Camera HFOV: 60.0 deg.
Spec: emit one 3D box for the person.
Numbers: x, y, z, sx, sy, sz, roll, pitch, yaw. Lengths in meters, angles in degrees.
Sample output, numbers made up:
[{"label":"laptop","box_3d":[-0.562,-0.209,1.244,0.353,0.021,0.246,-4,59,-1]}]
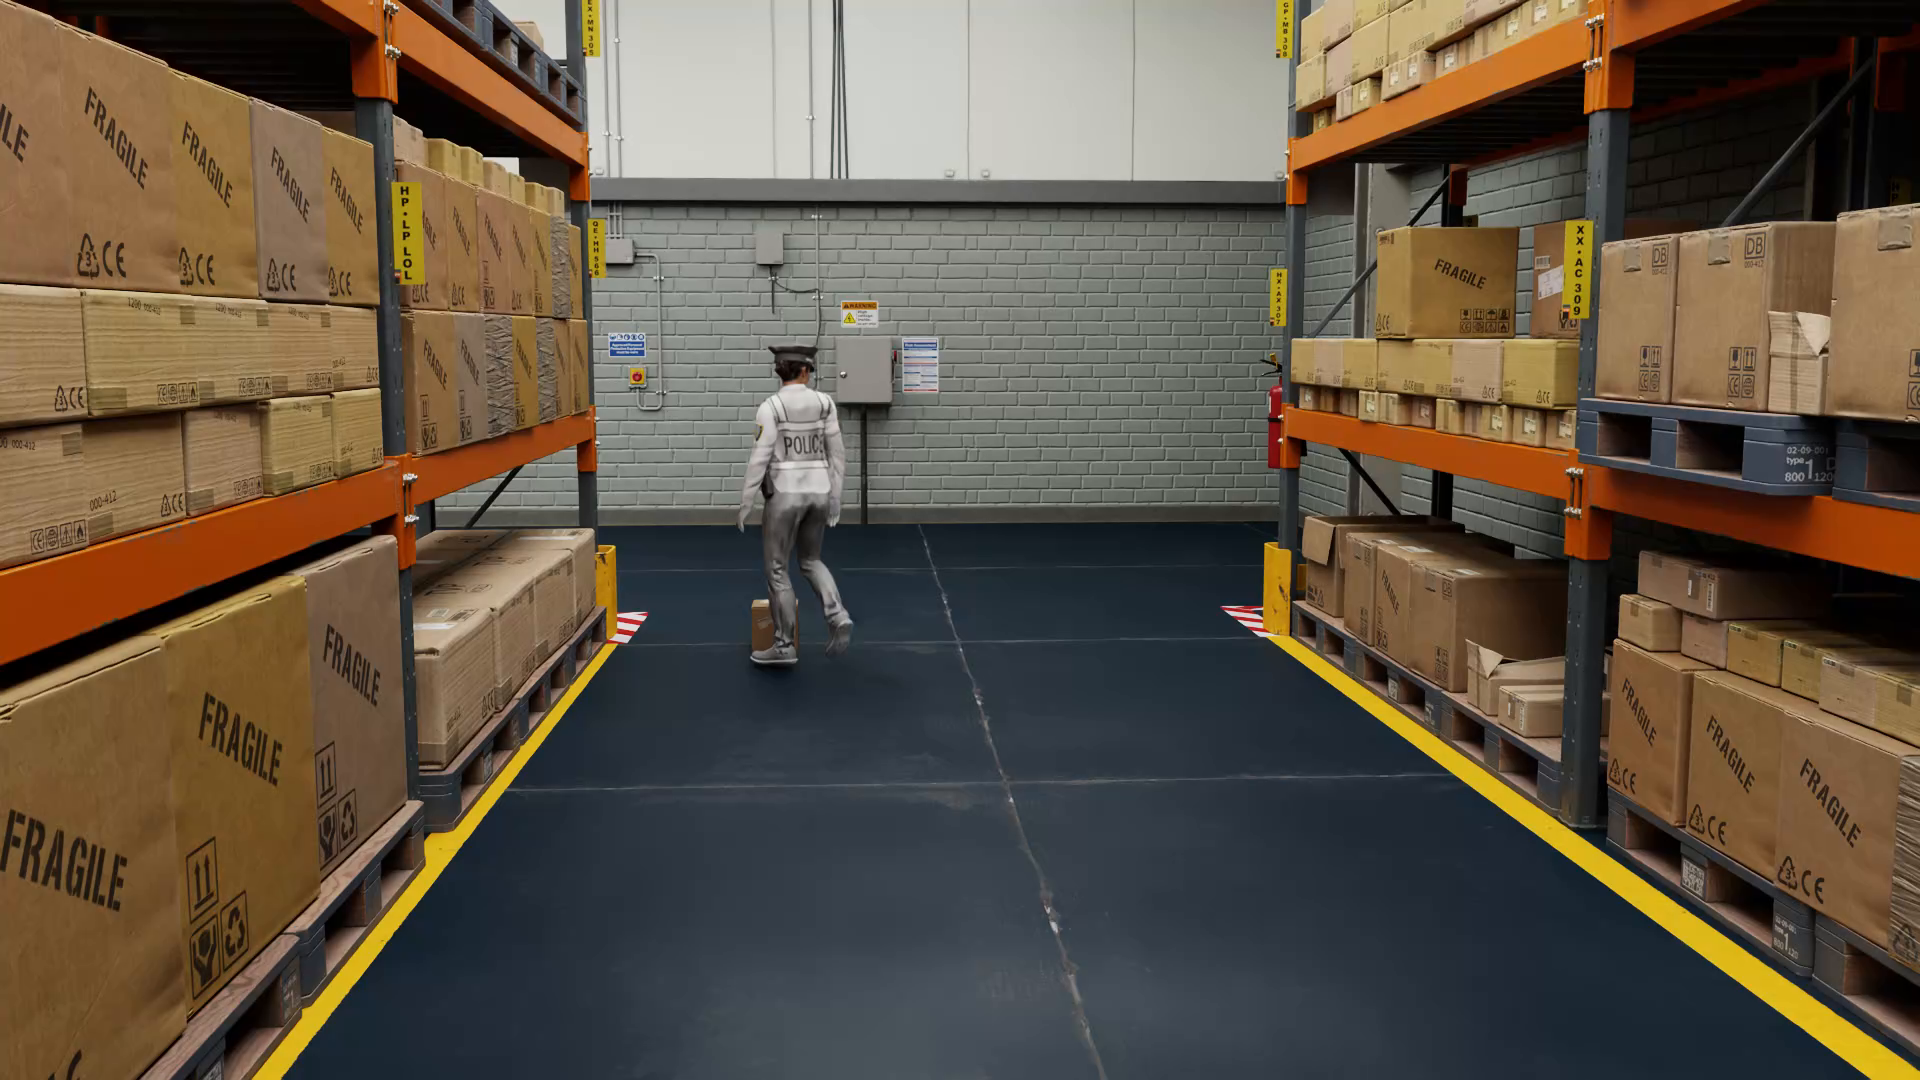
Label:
[{"label":"person","box_3d":[-0.834,-0.180,8.540,0.537,1.665,0.466,-6,9,-42]}]
